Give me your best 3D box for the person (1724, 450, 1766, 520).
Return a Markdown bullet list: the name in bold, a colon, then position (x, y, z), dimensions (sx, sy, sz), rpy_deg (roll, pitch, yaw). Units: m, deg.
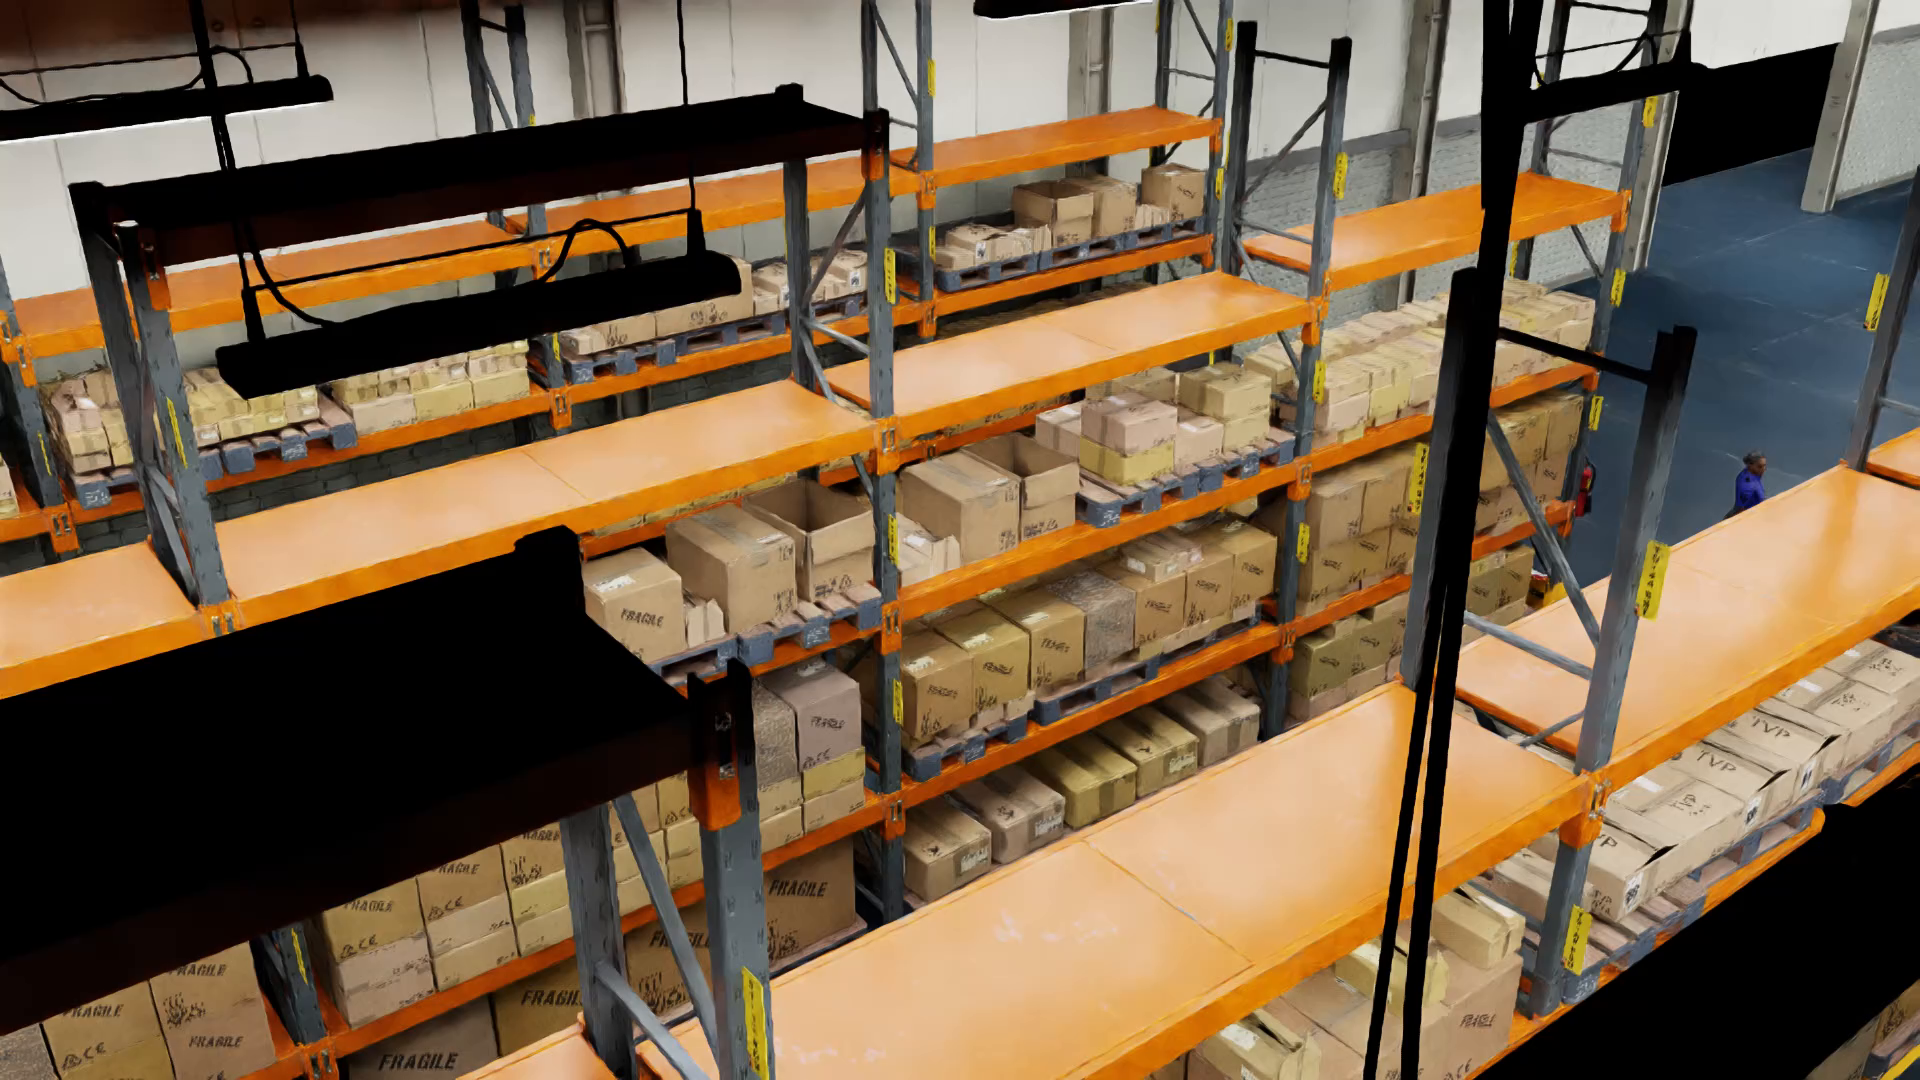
- **person**: position (7.740, -0.167, 16.556), dimensions (0.360, 1.652, 0.564), rpy_deg (12, 29, 23)
